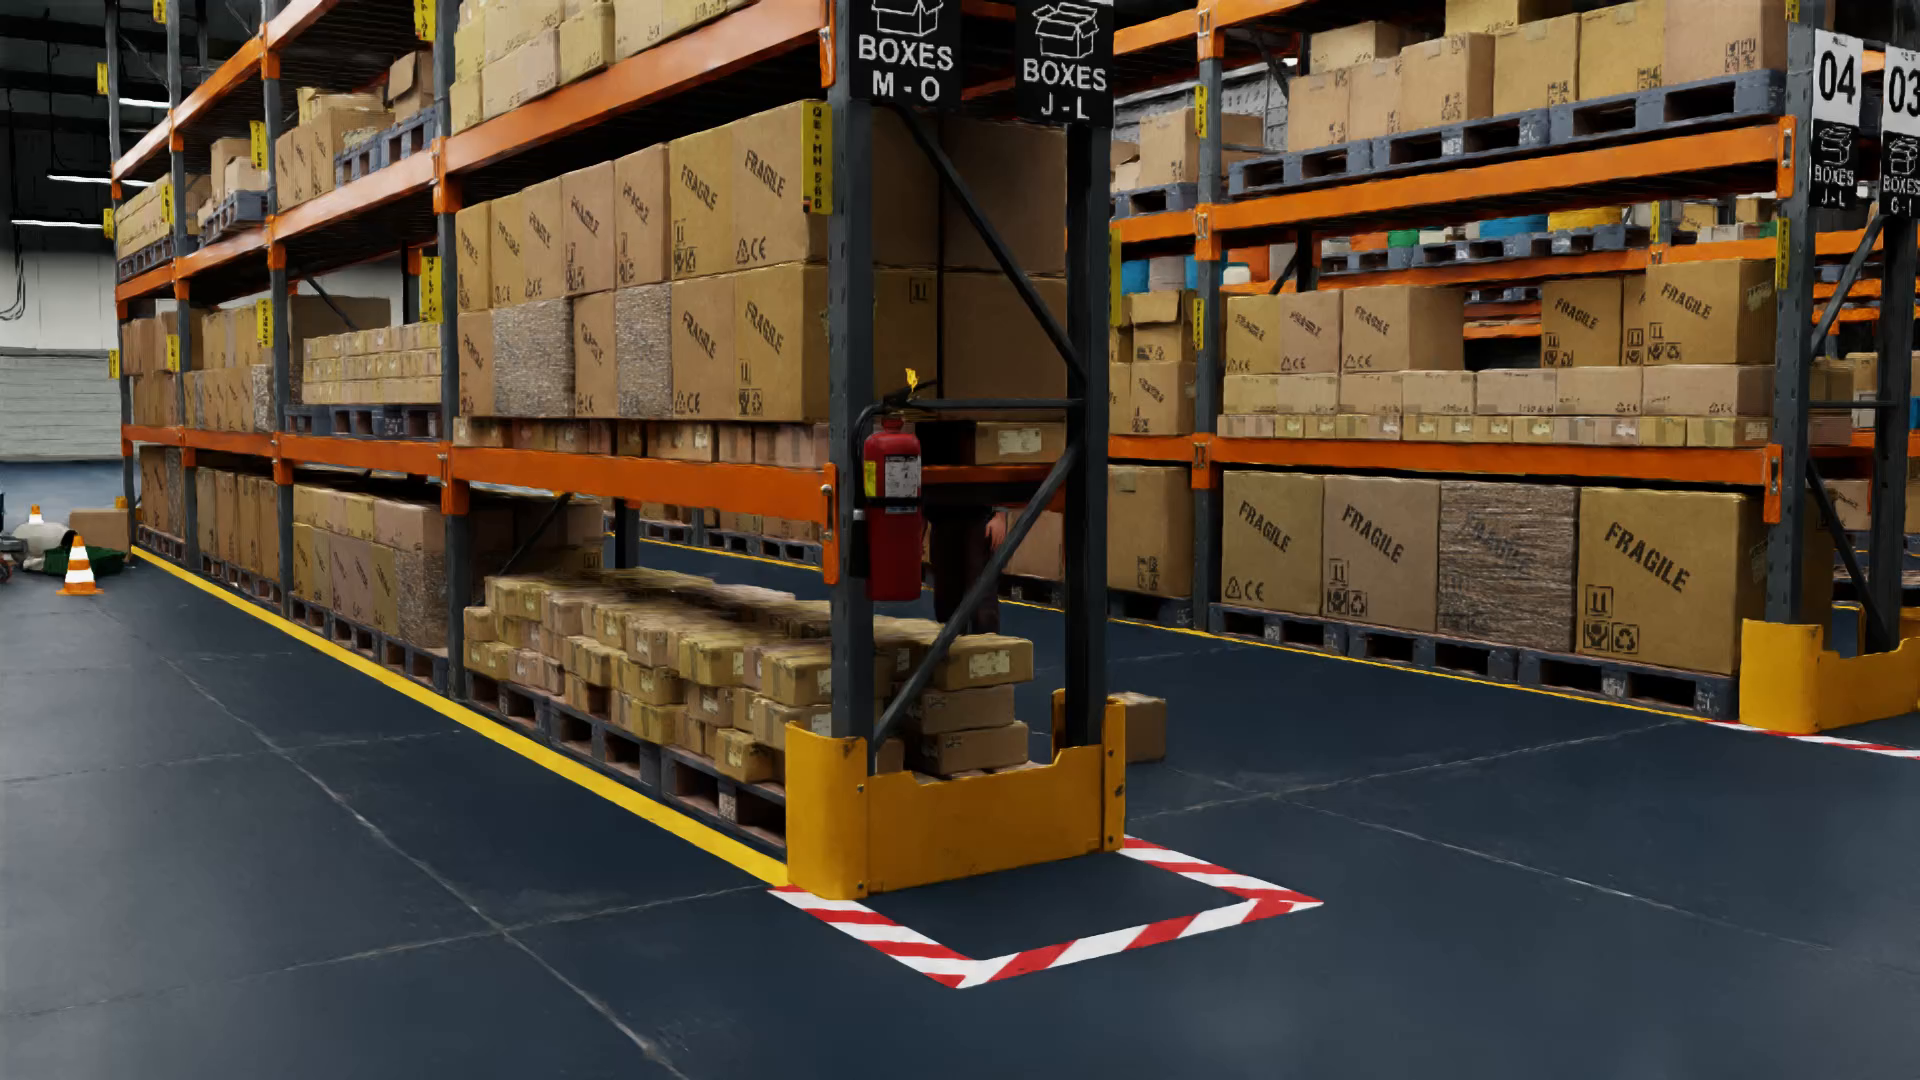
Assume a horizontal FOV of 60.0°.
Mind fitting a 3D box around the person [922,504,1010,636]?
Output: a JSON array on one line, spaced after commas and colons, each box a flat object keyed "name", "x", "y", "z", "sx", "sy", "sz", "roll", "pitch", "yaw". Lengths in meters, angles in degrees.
[{"name": "person", "x": -0.018, "y": -0.068, "z": 8.461, "sx": 0.588, "sy": 1.730, "sz": 0.463, "roll": 3, "pitch": 6, "yaw": 34}]
